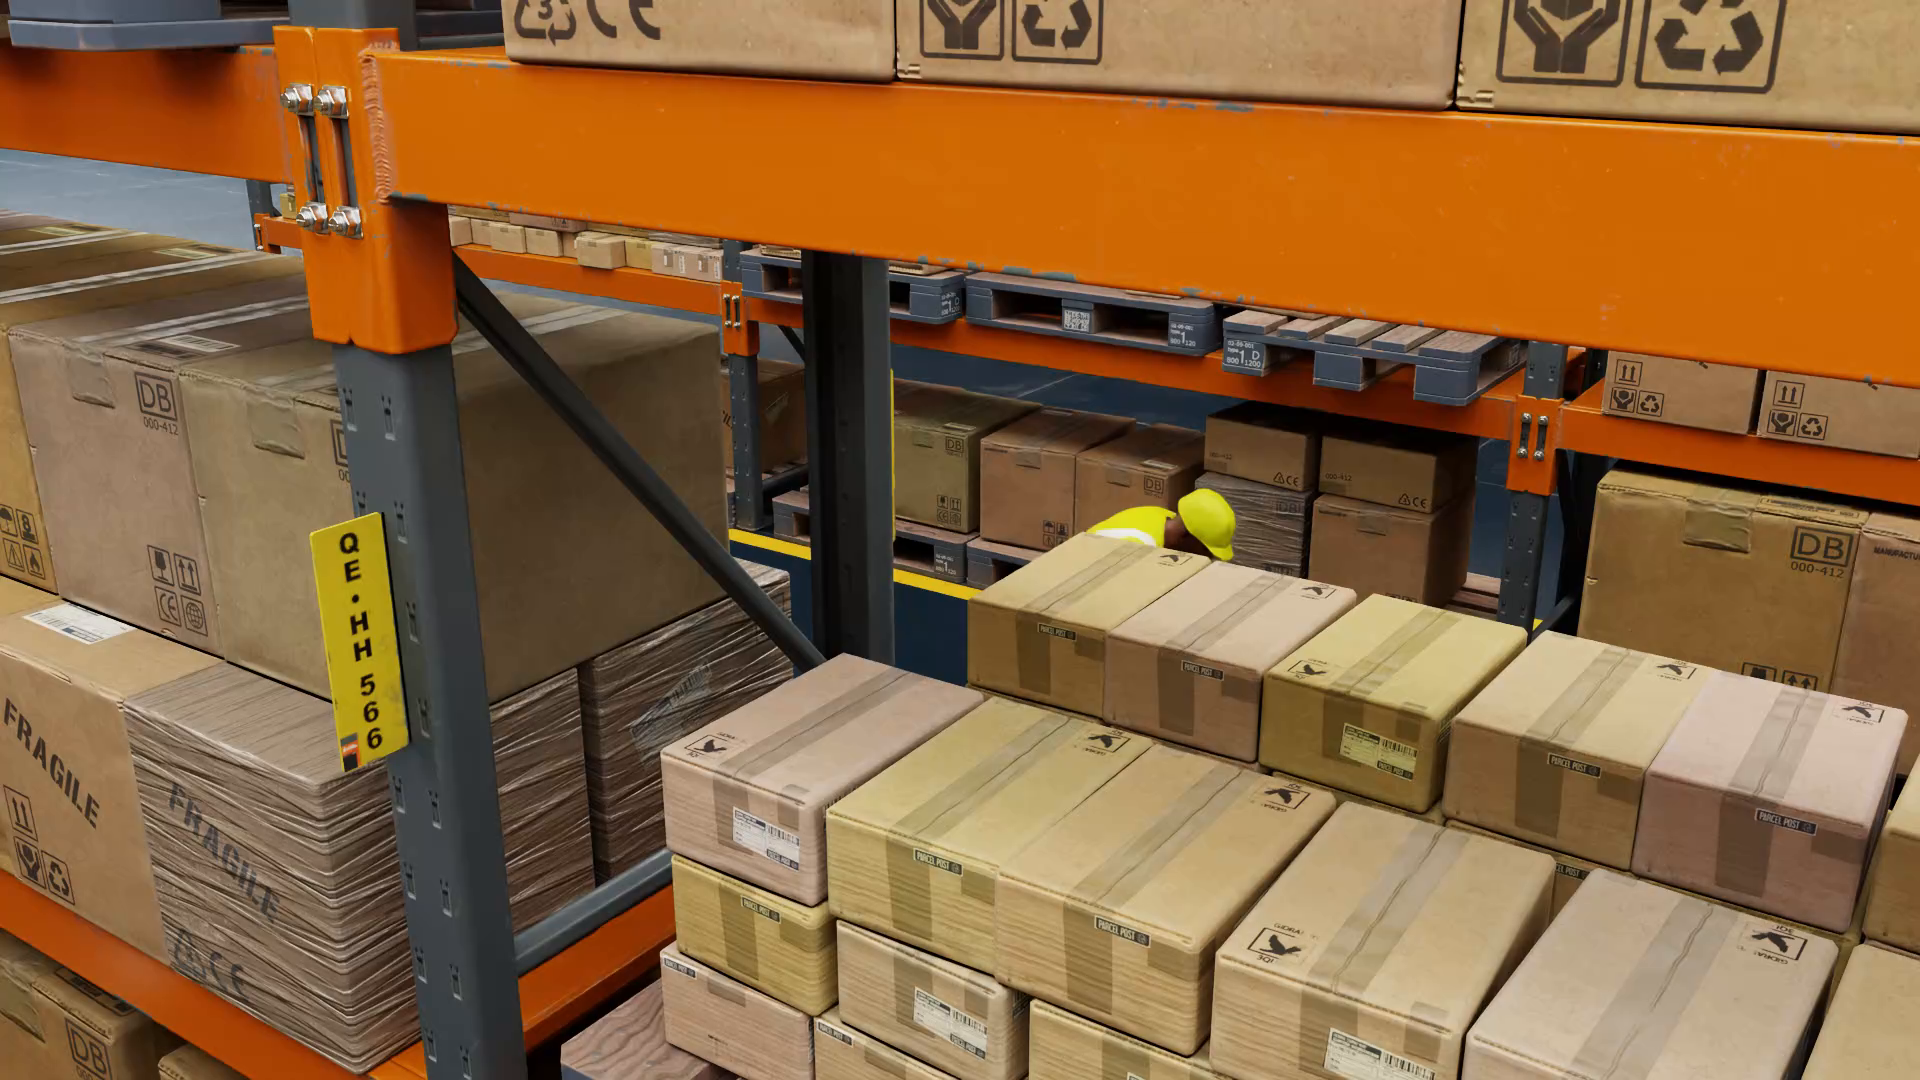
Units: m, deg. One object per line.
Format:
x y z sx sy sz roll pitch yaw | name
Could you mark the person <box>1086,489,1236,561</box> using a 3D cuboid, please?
0.678 0.253 6.466 0.900 1.011 0.546 11 23 29 | person
